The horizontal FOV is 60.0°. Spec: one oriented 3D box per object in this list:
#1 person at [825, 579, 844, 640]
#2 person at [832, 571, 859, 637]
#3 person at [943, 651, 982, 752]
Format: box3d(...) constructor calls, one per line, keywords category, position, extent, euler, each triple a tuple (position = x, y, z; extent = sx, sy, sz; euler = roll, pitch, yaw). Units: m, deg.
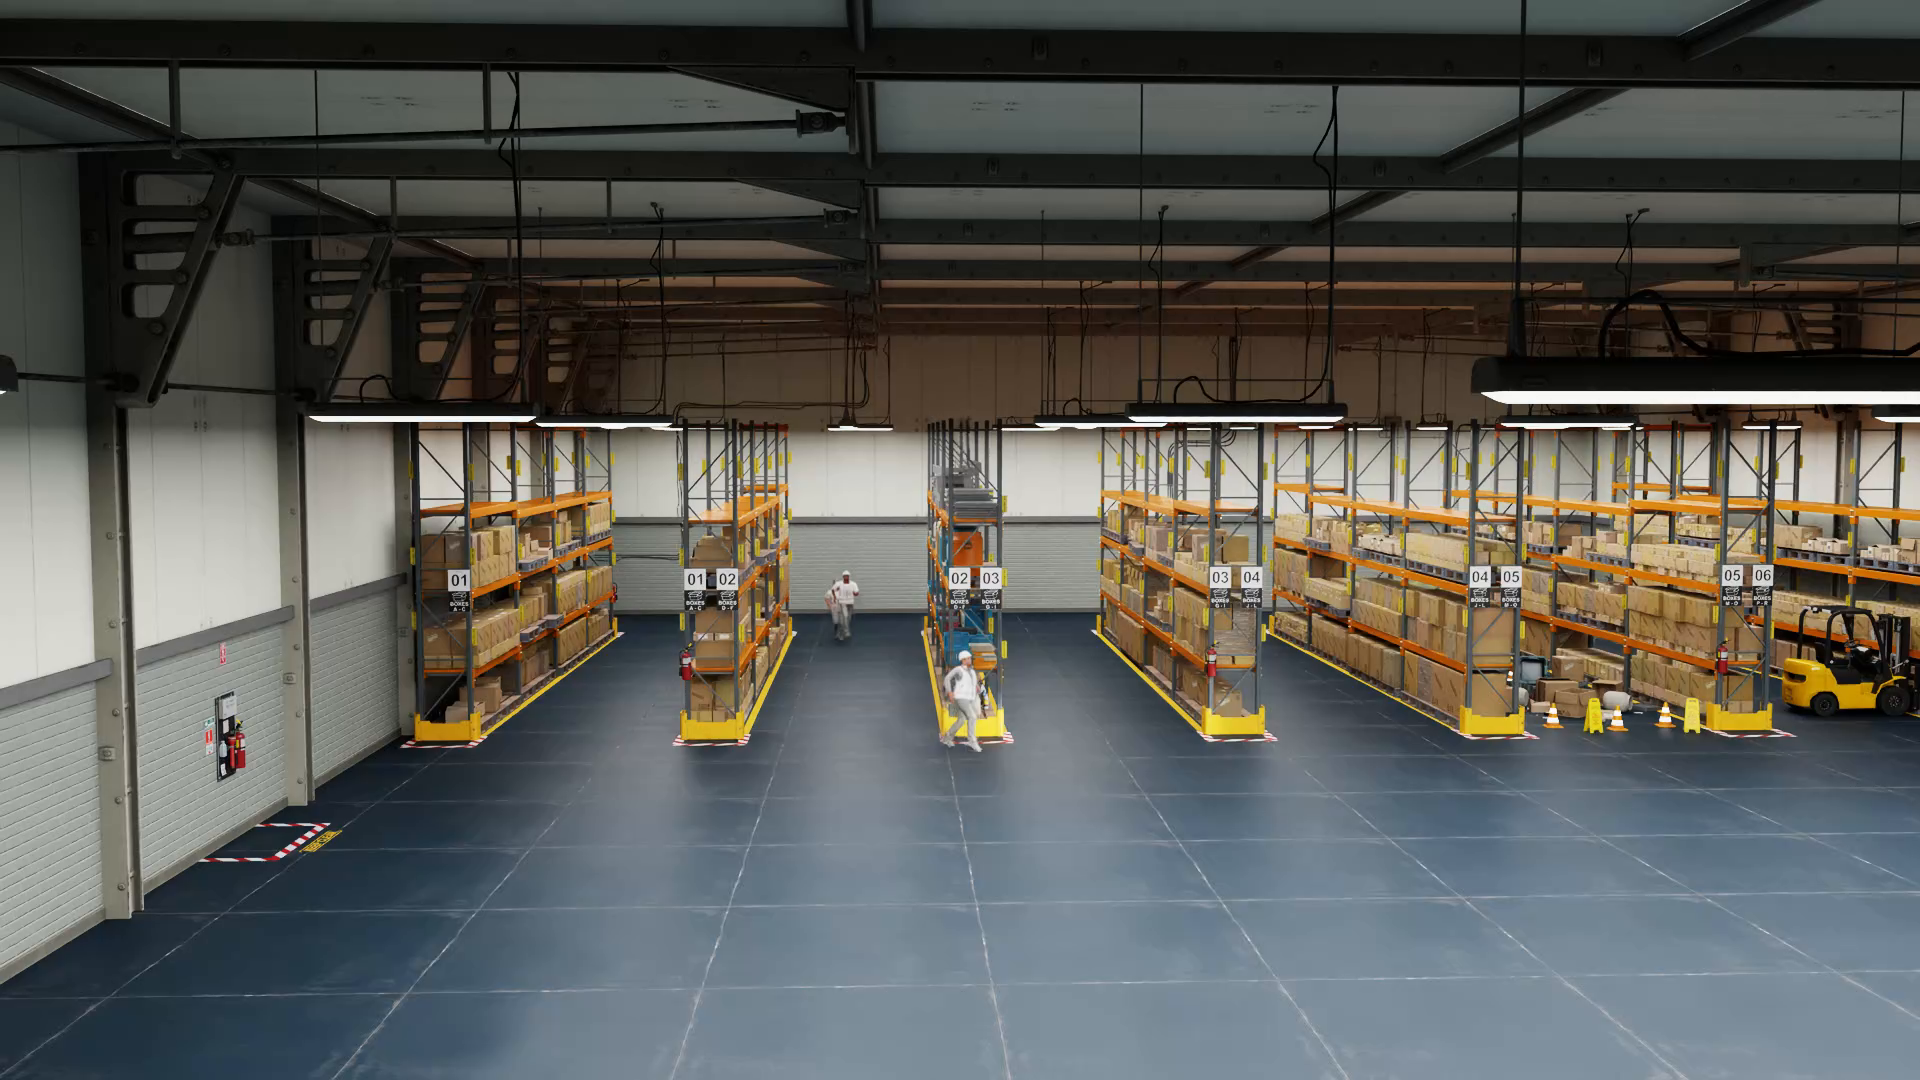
box3d(category="person", position=(-3.369, 1.924, 45.950), extent=(0.632, 1.723, 0.669), euler=(-1, 4, -14))
box3d(category="person", position=(-3.055, 1.726, 44.783), extent=(0.707, 1.796, 0.944), euler=(-1, 4, -19))
box3d(category="person", position=(0.127, 2.900, 30.186), extent=(0.847, 1.764, 0.649), euler=(2, 4, 32))
